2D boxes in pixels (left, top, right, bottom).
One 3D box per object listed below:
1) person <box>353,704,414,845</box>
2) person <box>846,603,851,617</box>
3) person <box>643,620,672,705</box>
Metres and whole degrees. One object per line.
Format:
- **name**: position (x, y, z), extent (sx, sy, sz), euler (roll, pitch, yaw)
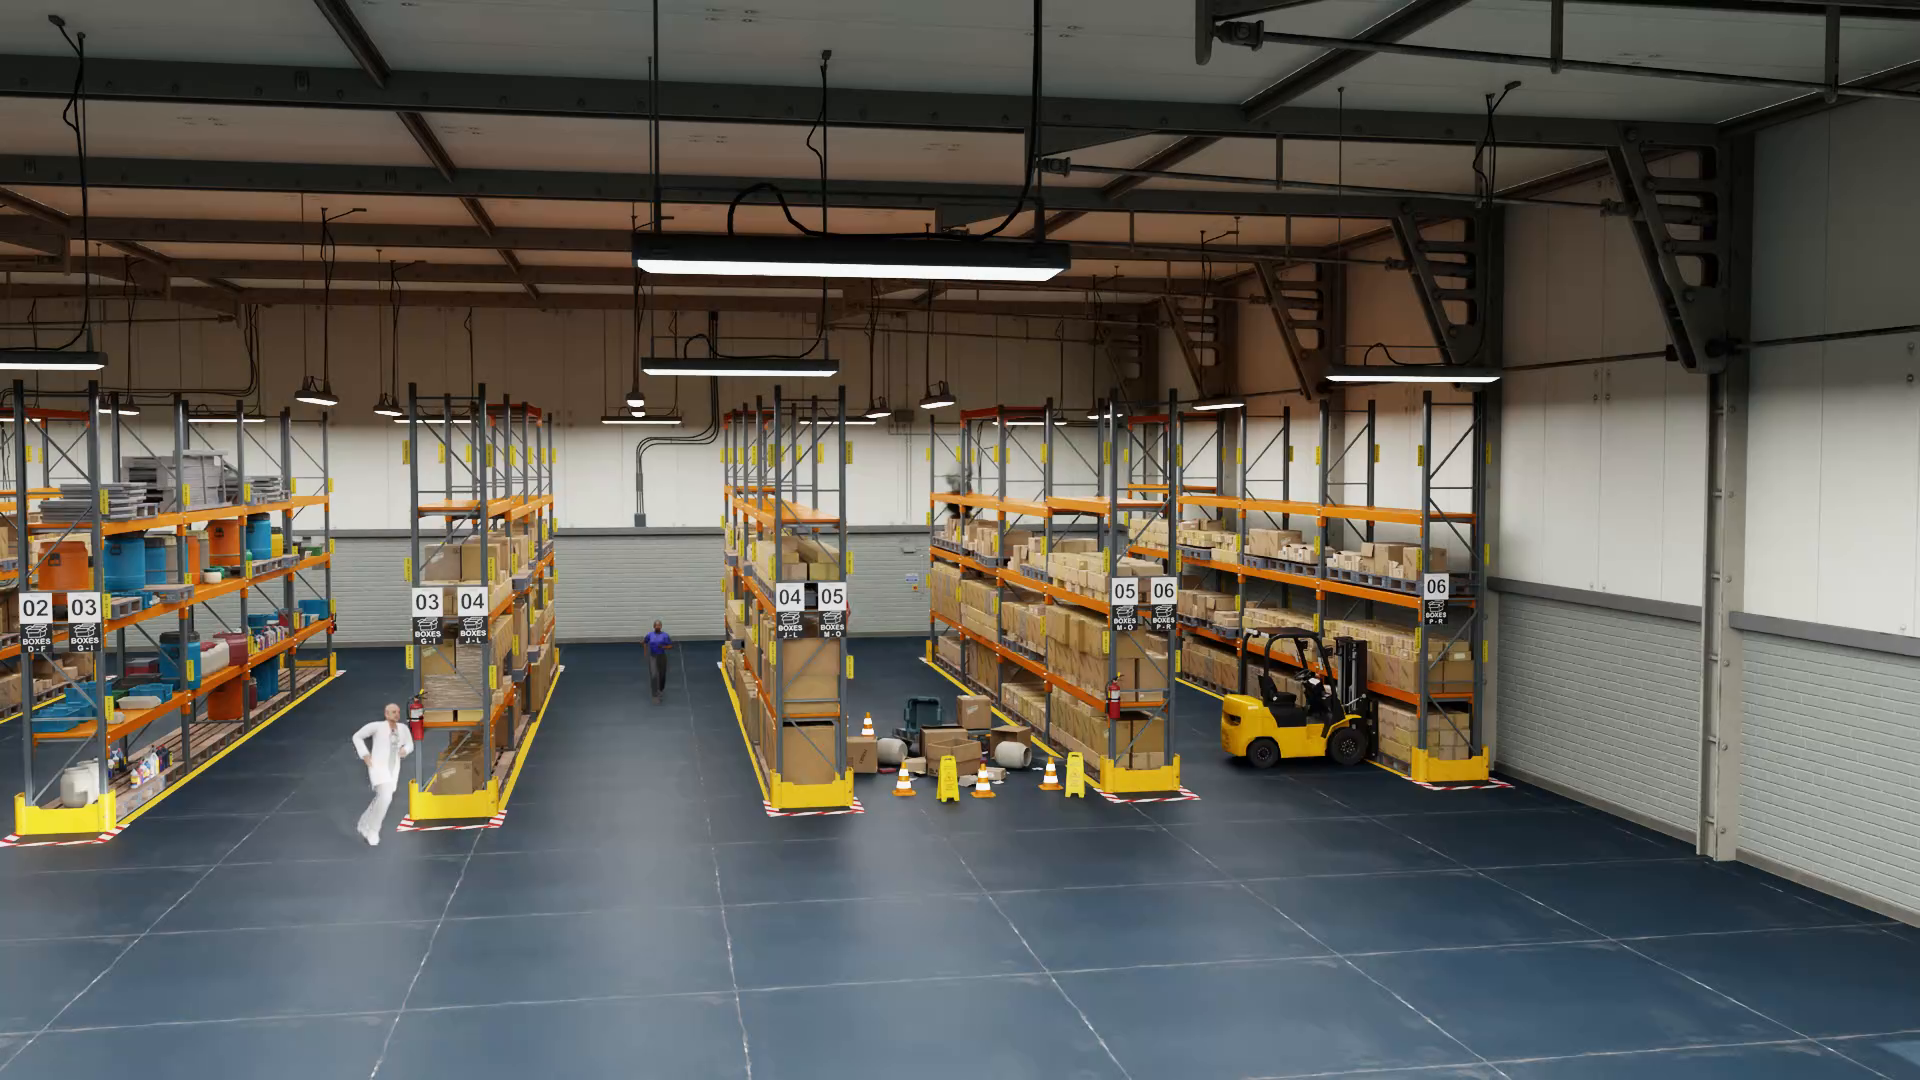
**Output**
- **person**: position (-7.524, 3.036, 21.743), extent (0.743, 1.799, 0.695), euler (2, 3, 34)
- **person**: position (-2.867, 1.953, 37.988), extent (0.675, 1.732, 0.758), euler (-1, 3, -18)
- **person**: position (-6.121, 2.447, 33.679), extent (0.570, 1.658, 0.897), euler (-1, 3, -13)
